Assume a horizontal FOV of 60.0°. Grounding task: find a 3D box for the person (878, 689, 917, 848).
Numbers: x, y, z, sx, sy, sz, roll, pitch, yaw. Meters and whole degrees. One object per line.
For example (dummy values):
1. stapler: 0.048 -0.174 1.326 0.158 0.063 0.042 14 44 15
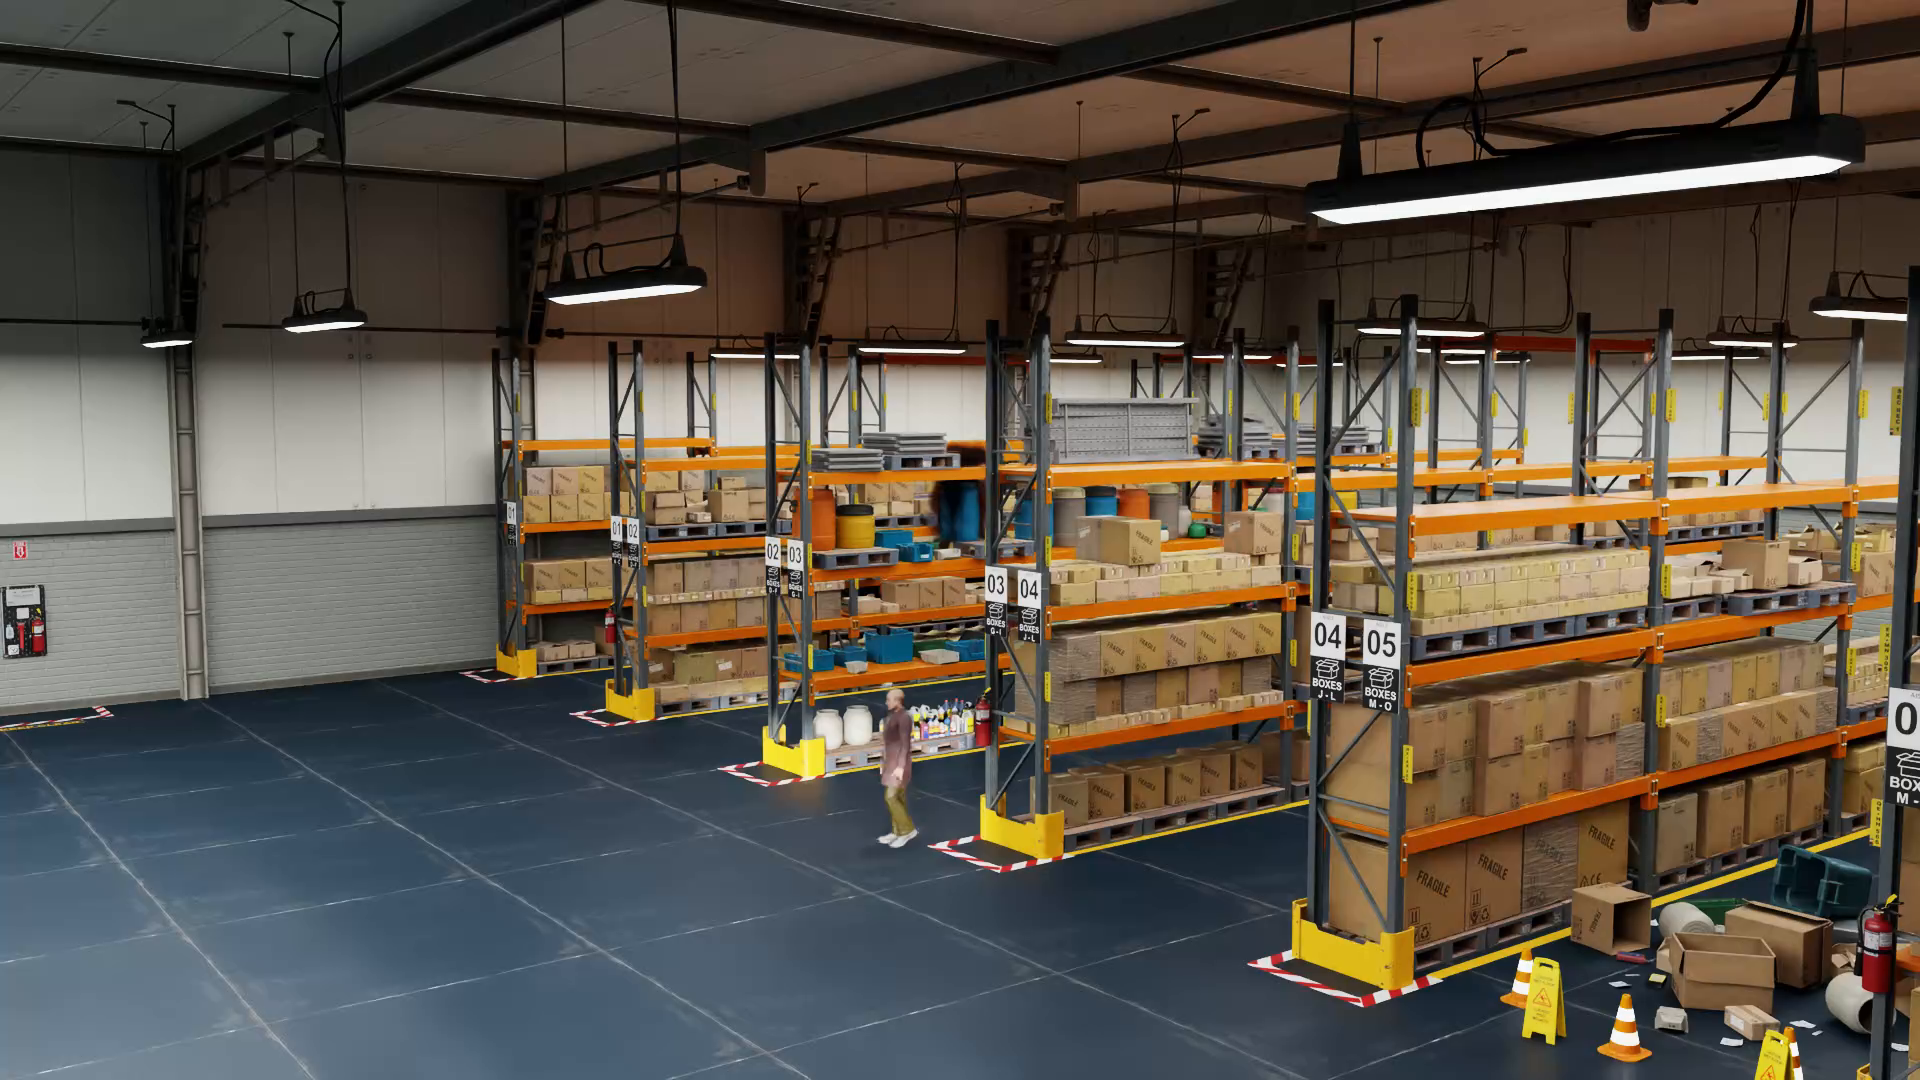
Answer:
1. person: -0.721 2.610 19.073 0.442 1.810 0.624 -1 5 -13
